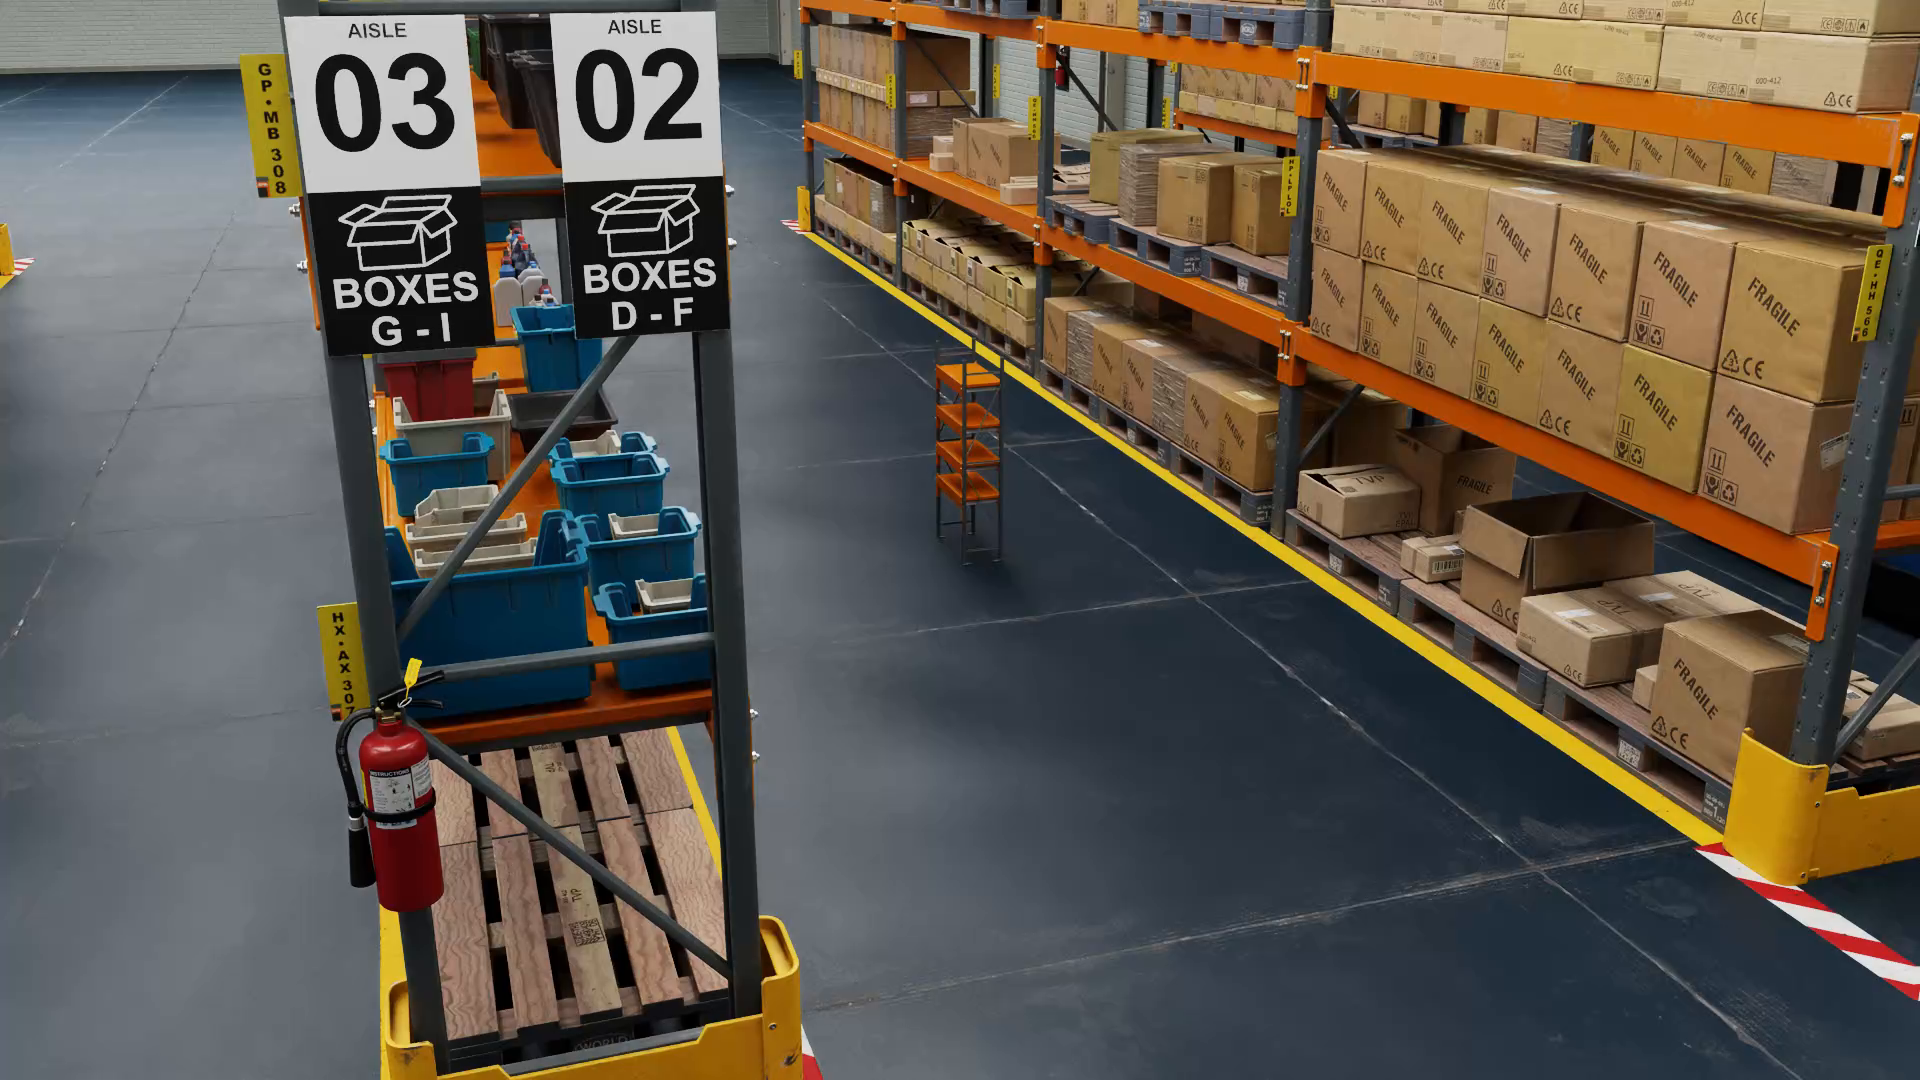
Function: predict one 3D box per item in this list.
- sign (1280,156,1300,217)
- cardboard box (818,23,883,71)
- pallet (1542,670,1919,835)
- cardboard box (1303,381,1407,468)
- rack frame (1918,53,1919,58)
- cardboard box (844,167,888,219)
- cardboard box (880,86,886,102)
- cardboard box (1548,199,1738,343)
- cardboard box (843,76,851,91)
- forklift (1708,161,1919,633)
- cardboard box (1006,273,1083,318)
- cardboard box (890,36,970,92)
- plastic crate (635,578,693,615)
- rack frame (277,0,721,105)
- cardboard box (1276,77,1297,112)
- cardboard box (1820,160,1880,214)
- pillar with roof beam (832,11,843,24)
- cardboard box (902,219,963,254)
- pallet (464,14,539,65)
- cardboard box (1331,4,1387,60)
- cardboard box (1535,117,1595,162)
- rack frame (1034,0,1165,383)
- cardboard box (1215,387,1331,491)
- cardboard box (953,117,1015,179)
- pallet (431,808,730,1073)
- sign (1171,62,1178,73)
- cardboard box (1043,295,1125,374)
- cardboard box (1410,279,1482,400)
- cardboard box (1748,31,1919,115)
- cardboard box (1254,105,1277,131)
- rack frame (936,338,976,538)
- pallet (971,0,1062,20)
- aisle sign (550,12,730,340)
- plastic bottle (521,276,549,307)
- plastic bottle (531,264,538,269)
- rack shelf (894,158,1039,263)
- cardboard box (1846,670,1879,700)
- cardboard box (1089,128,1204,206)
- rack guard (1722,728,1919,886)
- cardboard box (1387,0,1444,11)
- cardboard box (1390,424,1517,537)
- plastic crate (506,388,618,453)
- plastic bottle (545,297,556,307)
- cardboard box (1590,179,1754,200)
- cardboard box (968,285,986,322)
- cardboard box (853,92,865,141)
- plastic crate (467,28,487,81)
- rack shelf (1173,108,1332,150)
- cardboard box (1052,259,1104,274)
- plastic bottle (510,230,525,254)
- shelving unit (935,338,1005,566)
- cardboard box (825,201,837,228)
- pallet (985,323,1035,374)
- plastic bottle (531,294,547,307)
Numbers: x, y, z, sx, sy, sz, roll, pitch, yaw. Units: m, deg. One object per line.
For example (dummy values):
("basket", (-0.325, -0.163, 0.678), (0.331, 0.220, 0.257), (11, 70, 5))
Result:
("sign", (1.831, -1.960, 9.223), (0.100, 0.325, 0.005), (-6, 21, -17))
("cardboard box", (-1.264, -5.816, 19.603), (0.700, 0.500, 0.500), (-6, 21, -17))
("pallet", (3.338, 0.841, 7.264), (1.003, 0.211, 1.213), (-6, 21, -17))
("cardboard box", (2.436, -0.687, 10.439), (0.500, 0.500, 0.500), (-7, 21, -20))
("rack frame", (3.614, -3.015, 4.998), (1.000, 3.000, 0.127), (-6, 21, -17))
("cardboard box", (-0.989, -3.905, 18.689), (0.500, 0.500, 0.500), (-6, 21, -17))
("cardboard box", (-0.608, -4.623, 17.241), (0.380, 0.149, 0.250), (-7, 21, -19))
("cardboard box", (2.886, -1.151, 7.056), (0.500, 0.500, 0.500), (-6, 21, -16))
("cardboard box", (-1.090, -5.117, 18.616), (0.380, 0.149, 0.250), (-7, 21, -18))
("forklift", (5.051, -1.330, 9.284), (1.130, 2.935, 3.031), (-6, 21, -15))
("cardboard box", (0.701, -2.068, 13.854), (0.500, 0.311, 0.500), (-6, 21, -16))
("cardboard box", (-0.304, -4.842, 16.892), (0.700, 0.500, 0.500), (-6, 21, -17))
("plastic crate", (-0.877, 0.203, 5.214), (0.250, 0.136, 0.298), (-6, 21, -17))
("rack frame", (-1.090, -2.490, 3.536), (1.000, 3.000, 0.127), (-6, 21, -17))
("cardboard box", (3.939, -5.140, 18.873), (0.500, 0.500, 0.500), (-7, 21, -18))
("cardboard box", (6.504, -2.483, 11.775), (0.500, 0.500, 0.500), (-6, 21, -17))
("pillar with roof beam", (-7.303, -15.789, 40.561), (9.100, 9.000, 0.400), (-6, 21, -17))
("cardboard box", (-0.265, -3.051, 16.590), (0.500, 0.311, 0.500), (-6, 21, -17))
("pallet", (-2.686, -2.514, 8.321), (1.213, 0.211, 1.003), (-6, 21, -17))
("cardboard box", (2.274, -2.634, 8.597), (0.500, 0.250, 0.500), (-6, 21, -17))
("cardboard box", (5.643, -3.690, 14.954), (0.700, 0.500, 0.500), (-9, 22, -24))
("rack frame", (1.099, -2.759, 13.160), (1.000, 3.000, 0.127), (-6, 21, -17))
("cardboard box", (1.929, -0.634, 10.290), (0.500, 0.500, 0.500), (-7, 21, -17))
("cardboard box", (0.233, -3.672, 15.555), (0.500, 0.500, 0.500), (-5, 20, -13))
("pallet", (-1.312, 1.377, 5.770), (1.003, 0.211, 1.213), (-6, 21, -17))
("sign", (2.771, -6.203, 21.469), (0.100, 0.325, 0.005), (-6, 21, -17))
("cardboard box", (0.971, -1.613, 13.017), (0.500, 0.500, 0.500), (-5, 20, -15))
("cardboard box", (2.577, -1.005, 8.129), (0.500, 0.500, 0.500), (-6, 21, -17))
("cardboard box", (3.202, -1.670, 5.912), (0.500, 0.250, 0.500), (-6, 21, -17))
("cardboard box", (3.785, -4.949, 19.450), (0.500, 0.250, 0.500), (-7, 21, -18))
("rack frame", (-0.025, -0.590, 9.784), (0.240, 1.200, 0.015), (-6, 21, -17))
("pallet", (0.801, -4.290, 13.265), (1.213, 0.211, 1.003), (-5, 20, -15))
("aisle sign", (-0.785, -0.898, 4.135), (0.394, 0.787, 0.004), (-6, 21, -17))
("plastic bottle", (-2.422, -1.378, 9.499), (0.152, 0.276, 0.135), (-6, 21, -17))
("plastic bottle", (-2.505, -1.490, 9.818), (0.097, 0.271, 0.097), (0, 20, 0))
("rack shelf", (0.470, -3.062, 15.068), (1.077, 0.370, 4.000), (-6, 21, -17))
("cardboard box", (3.730, 0.684, 7.116), (0.380, 0.166, 0.250), (-6, 21, -17))
("cardboard box", (1.404, -2.813, 12.543), (0.700, 0.500, 0.500), (-15, 24, -35))
("rack guard", (3.590, 0.960, 6.503), (1.175, 0.500, 0.348), (-6, 21, -17))
("cardboard box", (2.432, -2.709, 8.066), (0.500, 0.250, 0.500), (-6, 21, -17))
("cardboard box", (2.805, -0.353, 9.509), (0.500, 0.500, 0.500), (-6, 21, -17))
("plastic crate", (-1.740, -0.518, 7.240), (0.437, 0.125, 0.590), (-6, 21, -17))
("plastic bottle", (-2.184, -1.162, 8.904), (0.097, 0.271, 0.097), (0, 20, 0))
("cardboard box", (3.240, -1.371, 7.668), (0.500, 0.500, 0.500), (-7, 21, -18))
("cardboard box", (0.382, -2.132, 14.861), (0.500, 0.250, 0.500), (-6, 21, -16))
("cardboard box", (-0.792, -4.725, 18.487), (0.700, 0.500, 0.500), (-6, 21, -16))
("plastic crate", (-1.927, -2.158, 7.364), (0.450, 0.188, 0.662), (-6, 21, -17))
("rack shelf", (3.915, -4.873, 20.111), (1.077, 0.370, 4.000), (-6, 21, -17))
("cardboard box", (1.040, -2.293, 14.481), (0.500, 0.311, 0.500), (-7, 21, -19))
("plastic bottle", (-2.920, -1.913, 10.996), (0.097, 0.271, 0.097), (0, 20, 0))
("shelving unit", (0.052, -0.512, 9.566), (0.258, 1.200, 0.503), (-6, 21, -17))
("cardboard box", (-1.297, -3.874, 19.711), (0.500, 0.250, 0.500), (-6, 21, -17))
("pallet", (0.877, -1.715, 14.378), (1.003, 0.211, 1.213), (-6, 21, -17))
("plastic bottle", (-2.163, -1.087, 8.579), (0.144, 0.351, 0.185), (-6, 21, -17))
